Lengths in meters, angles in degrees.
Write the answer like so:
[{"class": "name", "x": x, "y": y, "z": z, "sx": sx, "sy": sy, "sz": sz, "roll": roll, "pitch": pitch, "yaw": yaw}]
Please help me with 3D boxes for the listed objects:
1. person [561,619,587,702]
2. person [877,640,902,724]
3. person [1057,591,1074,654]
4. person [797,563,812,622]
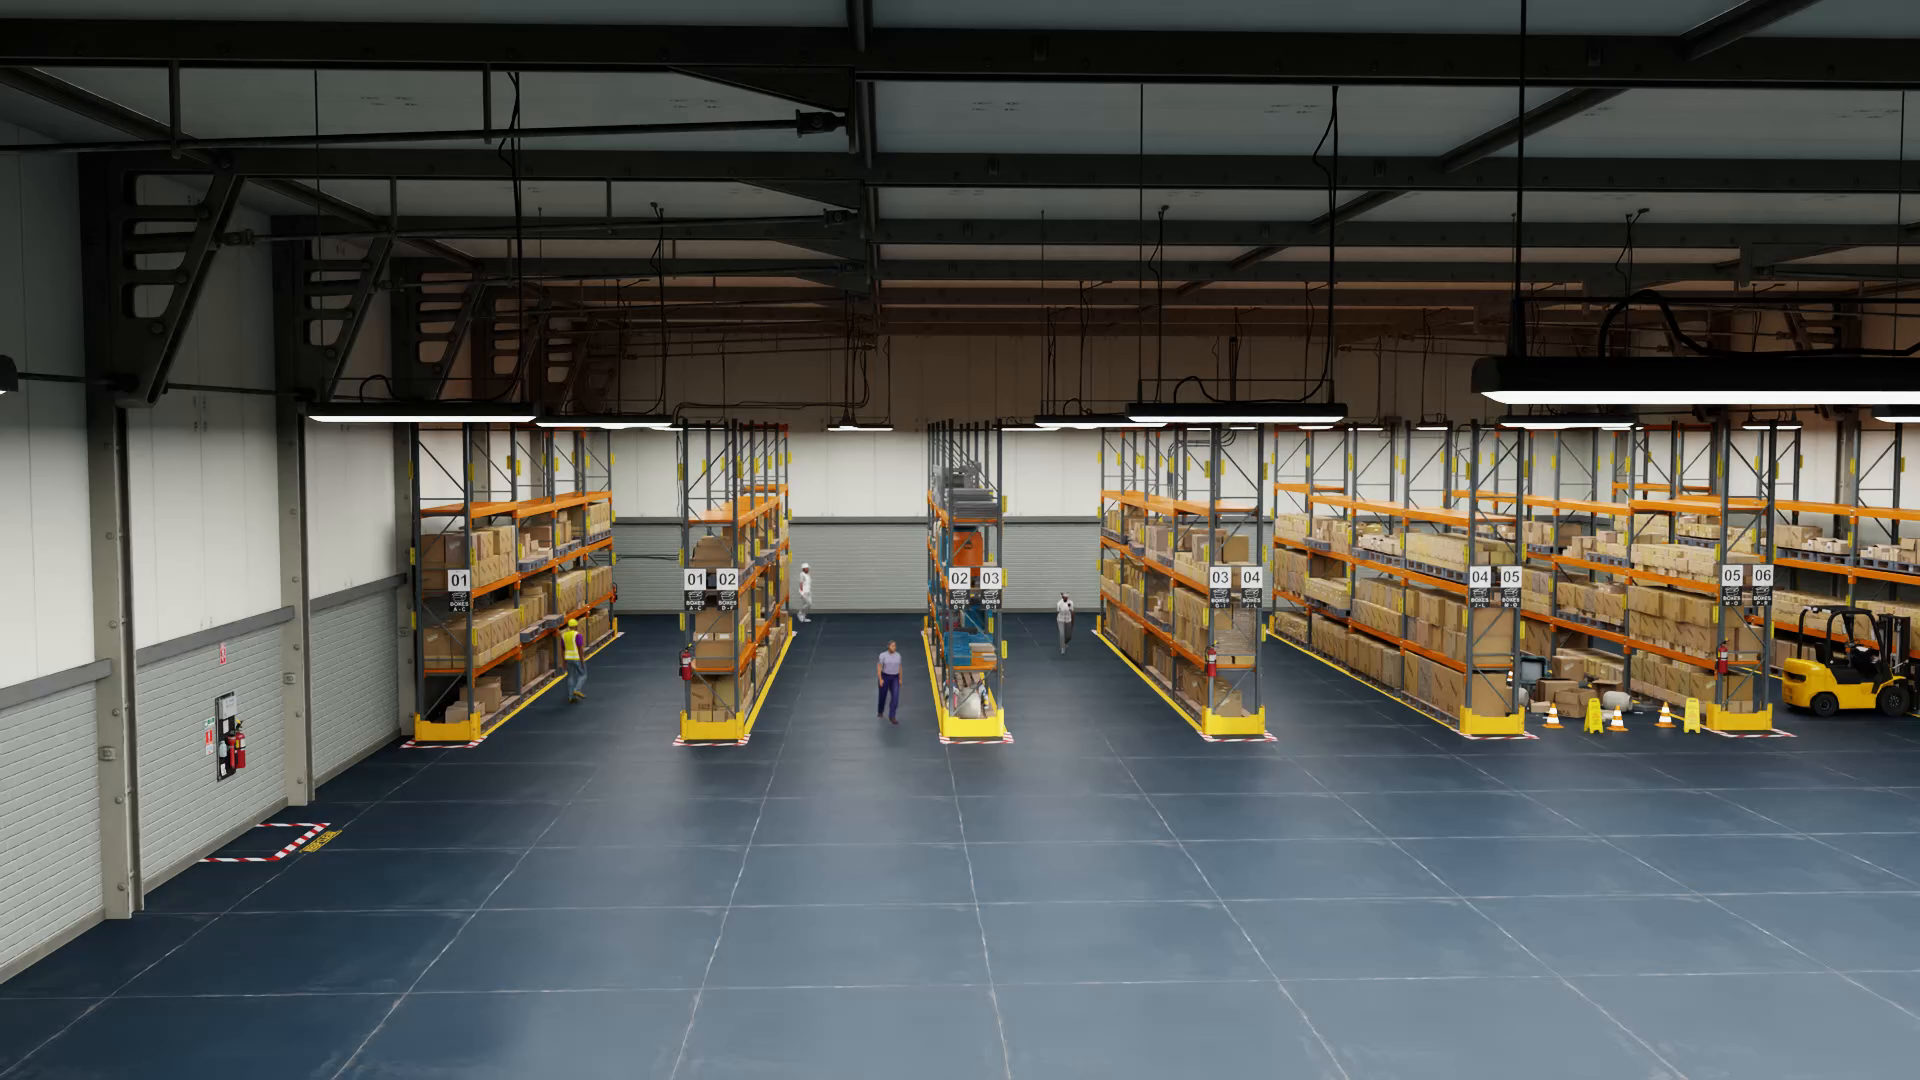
[{"class": "person", "x": -8.258, "y": 2.562, "z": 35.498, "sx": 0.593, "sy": 1.752, "sz": 0.481, "roll": 1, "pitch": 4, "yaw": 12}, {"class": "person", "x": -1.387, "y": 2.804, "z": 33.122, "sx": 0.564, "sy": 1.630, "sz": 0.808, "roll": -2, "pitch": 4, "yaw": -24}, {"class": "person", "x": 2.740, "y": 2.122, "z": 43.347, "sx": 0.453, "sy": 1.620, "sz": 0.863, "roll": 0, "pitch": 4, "yaw": -5}, {"class": "person", "x": -4.700, "y": 1.594, "z": 50.301, "sx": 0.454, "sy": 1.782, "sz": 0.595, "roll": 0, "pitch": 4, "yaw": 1}]
